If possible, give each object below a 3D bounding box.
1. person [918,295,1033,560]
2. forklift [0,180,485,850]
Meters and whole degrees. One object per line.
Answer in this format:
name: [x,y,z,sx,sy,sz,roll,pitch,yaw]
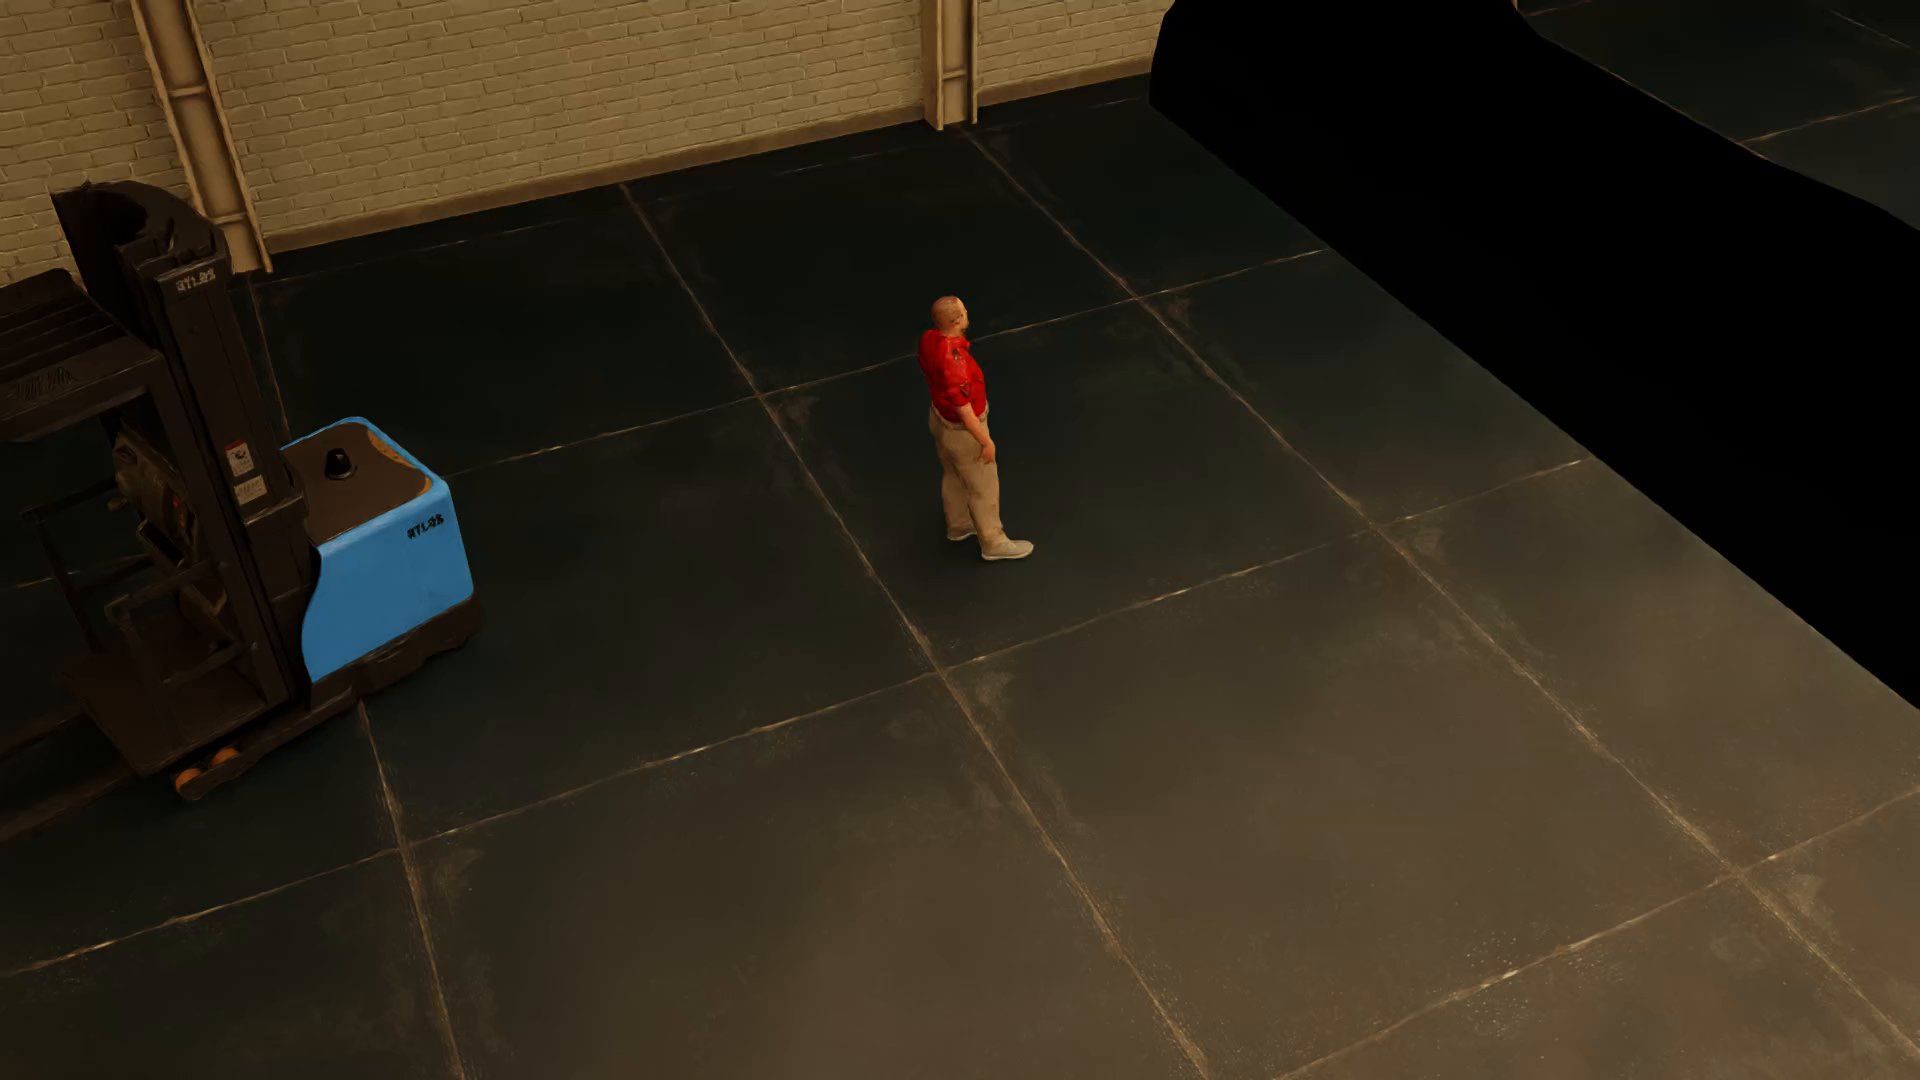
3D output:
person: [0.086,-0.687,9.766,0.550,1.726,0.640,-17,43,-19]
forklift: [-4.149,-0.146,8.191,1.130,2.935,3.031,33,50,33]
